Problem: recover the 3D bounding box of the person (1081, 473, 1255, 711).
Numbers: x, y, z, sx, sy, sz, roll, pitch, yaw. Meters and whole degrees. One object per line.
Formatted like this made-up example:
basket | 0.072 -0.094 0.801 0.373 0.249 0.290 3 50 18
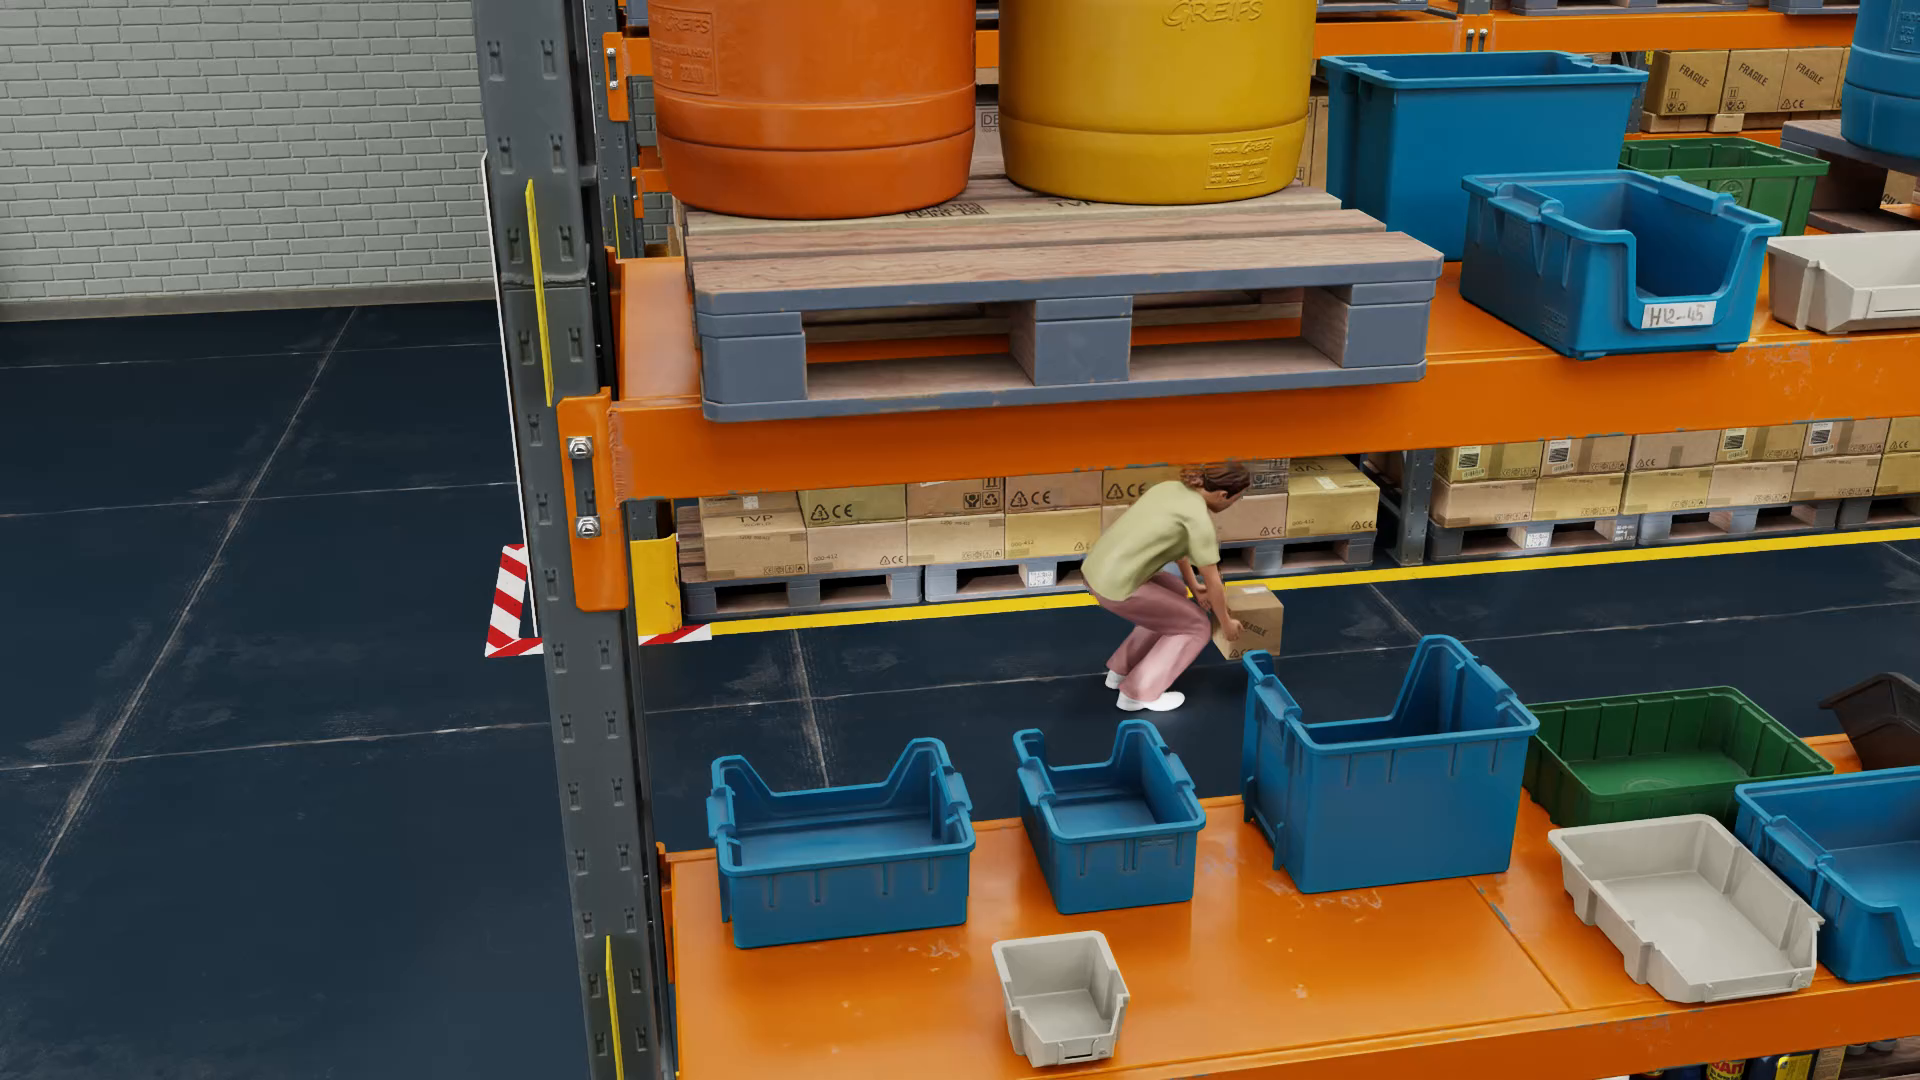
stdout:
person | 0.917 0.215 7.424 0.764 1.027 0.497 -4 24 -10
